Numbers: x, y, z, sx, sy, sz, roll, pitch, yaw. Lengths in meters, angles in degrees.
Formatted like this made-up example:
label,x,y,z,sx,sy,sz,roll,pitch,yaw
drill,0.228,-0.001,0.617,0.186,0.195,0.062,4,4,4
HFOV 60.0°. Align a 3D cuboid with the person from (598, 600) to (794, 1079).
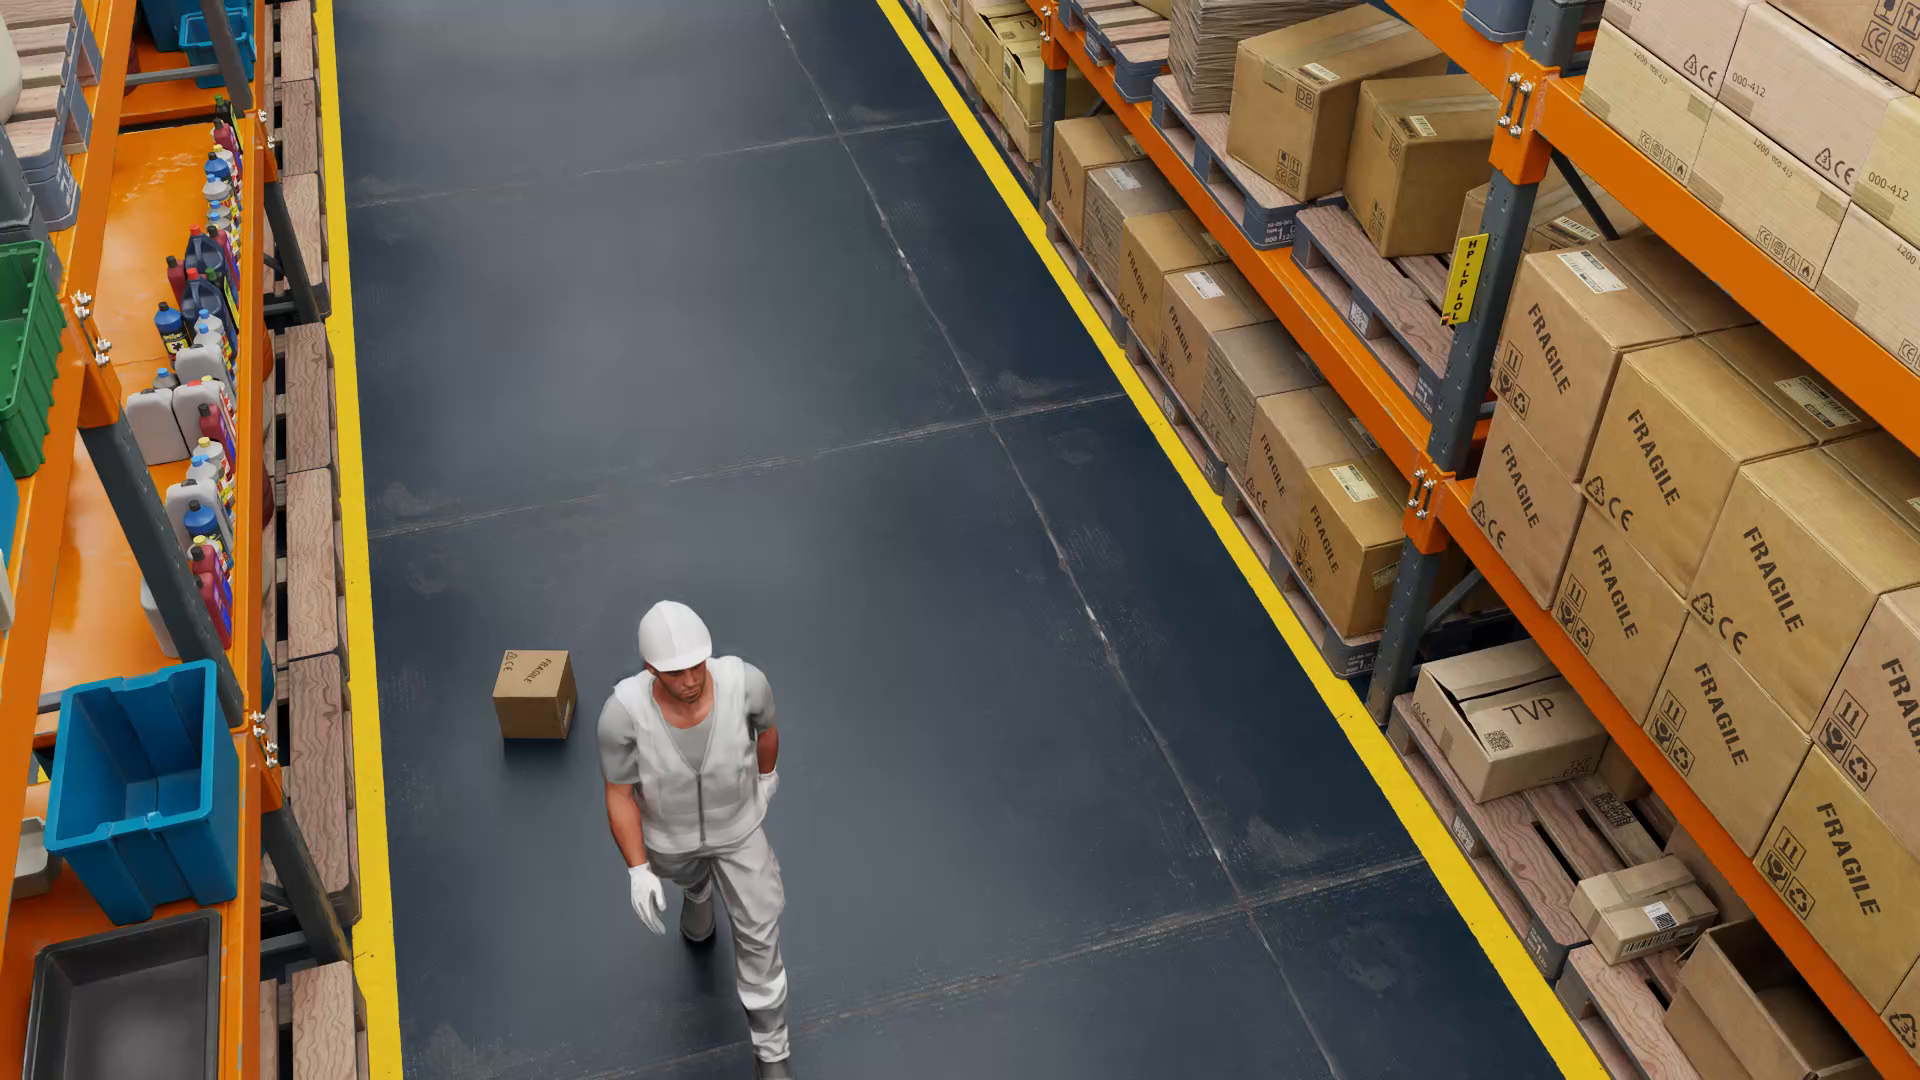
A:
label,x,y,z,sx,sy,sz,roll,pitch,yaw
person,-0.777,0.921,5.091,0.541,1.719,1.055,-9,43,-10
